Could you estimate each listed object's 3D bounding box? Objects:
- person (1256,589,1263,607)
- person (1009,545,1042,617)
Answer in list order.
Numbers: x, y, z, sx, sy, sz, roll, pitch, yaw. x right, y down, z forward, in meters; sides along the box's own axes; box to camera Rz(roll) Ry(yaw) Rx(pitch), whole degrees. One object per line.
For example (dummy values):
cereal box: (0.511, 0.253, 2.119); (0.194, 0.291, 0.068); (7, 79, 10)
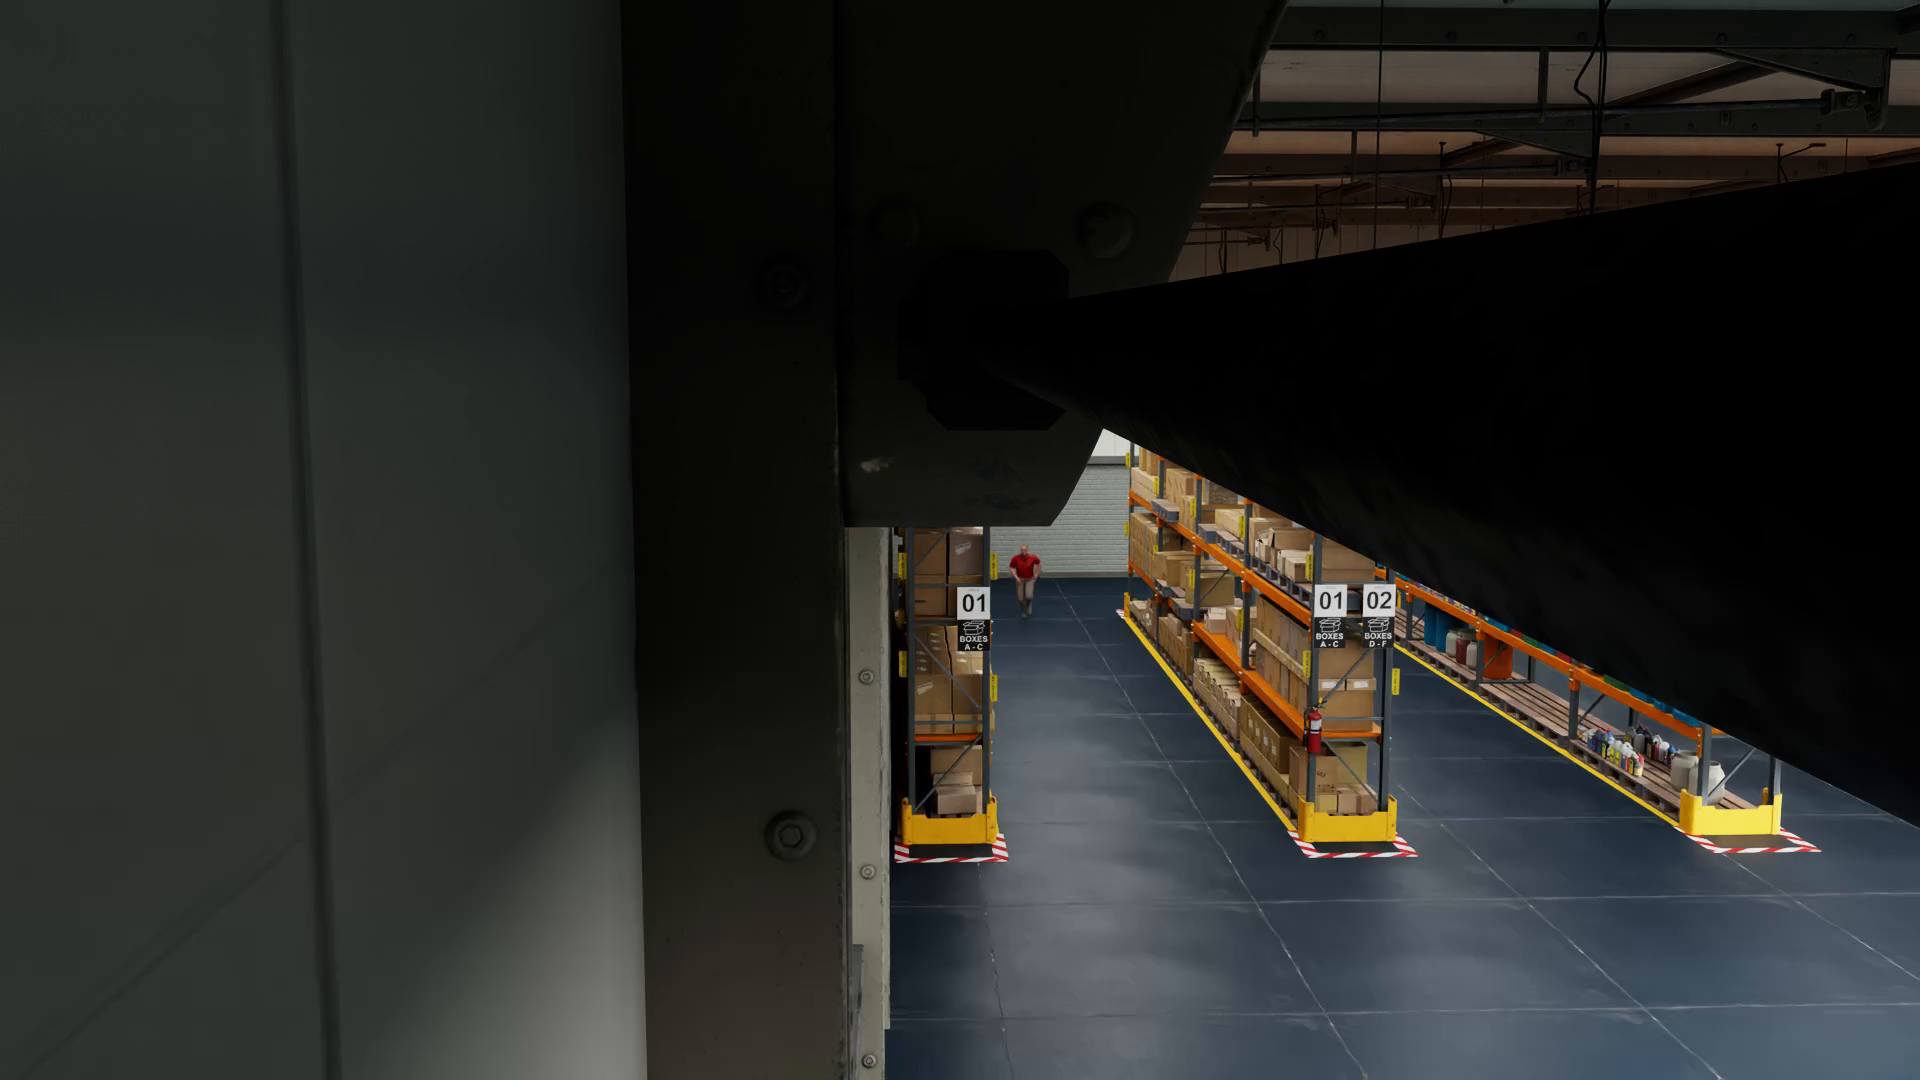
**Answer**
person: (6.643, 0.871, 36.248); (0.501, 1.603, 1.057); (0, 7, 0)
person: (1.426, 0.894, 36.193); (0.691, 1.635, 0.728); (1, 7, 6)
